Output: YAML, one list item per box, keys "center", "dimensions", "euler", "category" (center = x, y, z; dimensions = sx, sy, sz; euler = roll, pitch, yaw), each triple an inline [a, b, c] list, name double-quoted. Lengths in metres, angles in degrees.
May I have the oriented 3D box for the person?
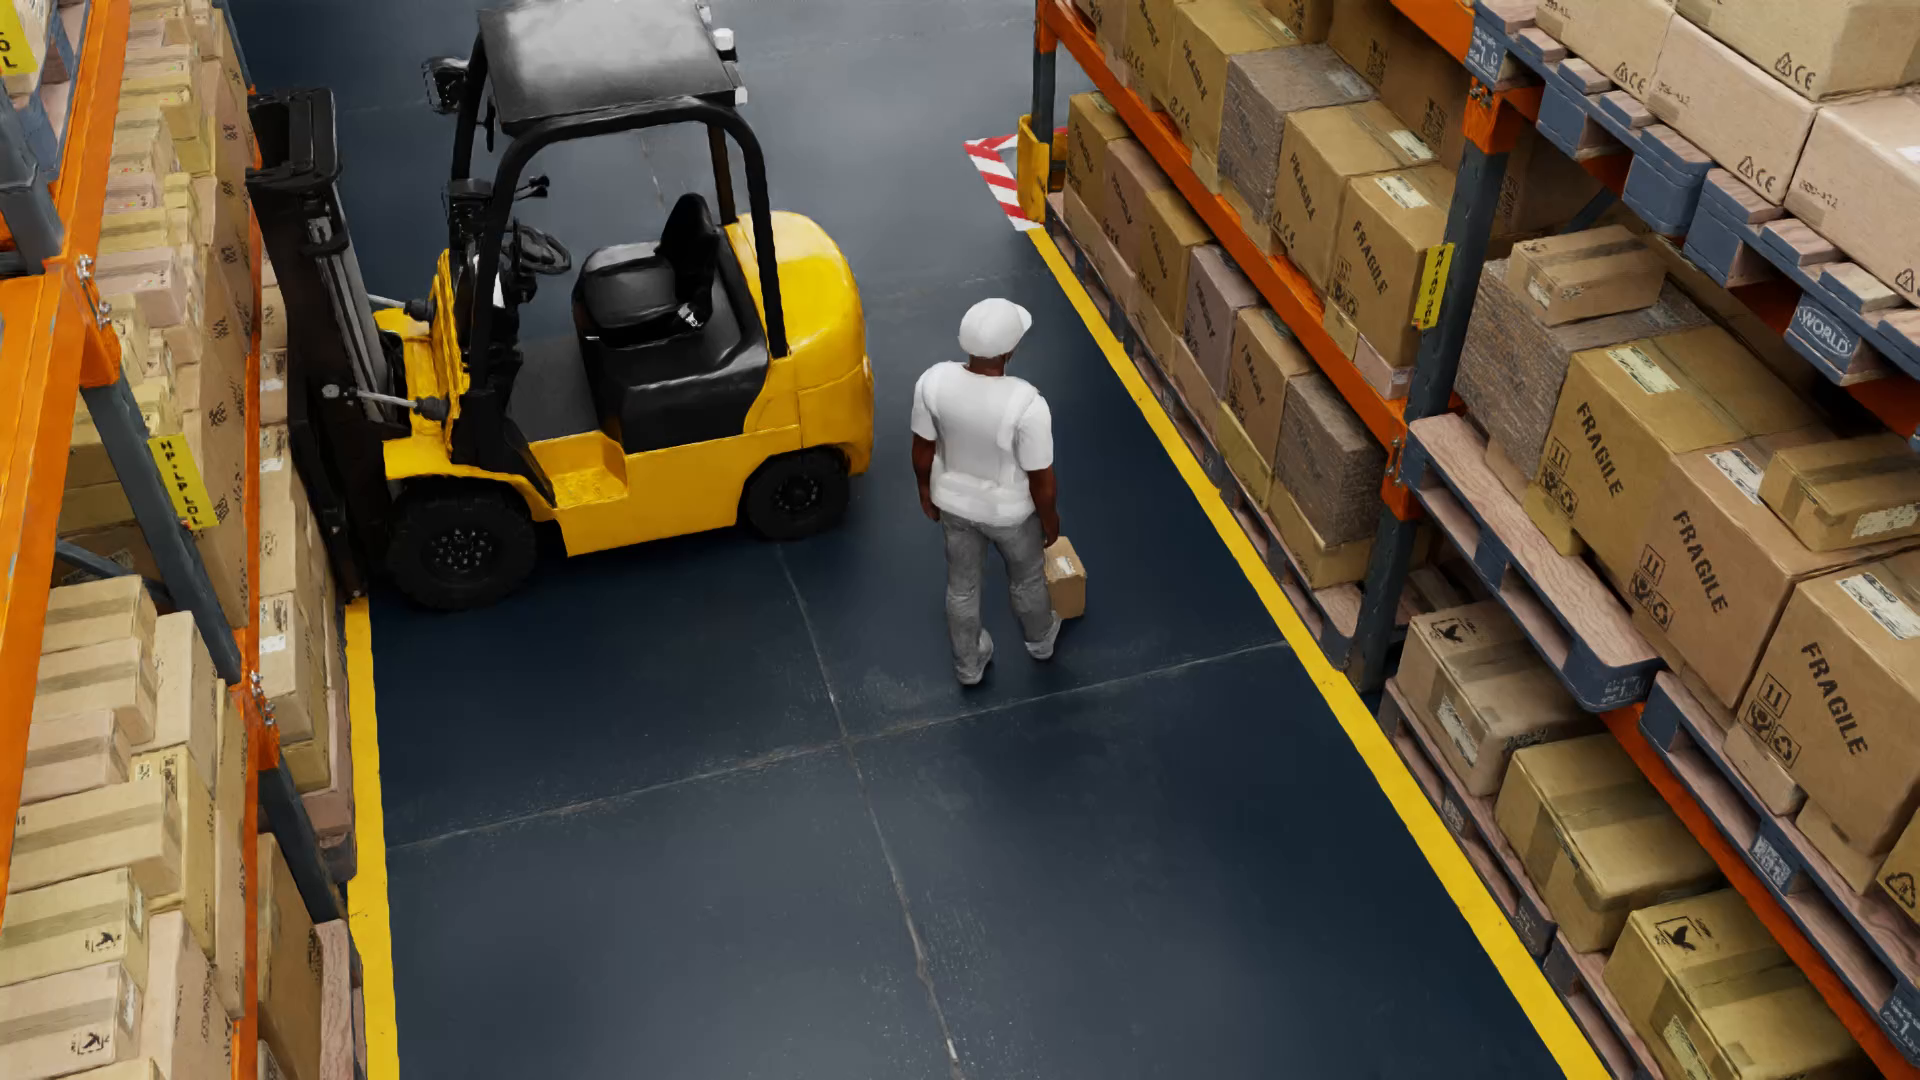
- center: [0.142, -0.215, 6.365]
  dimensions: [0.578, 1.769, 0.571]
  euler: [17, 45, 18]
  category: "person"
